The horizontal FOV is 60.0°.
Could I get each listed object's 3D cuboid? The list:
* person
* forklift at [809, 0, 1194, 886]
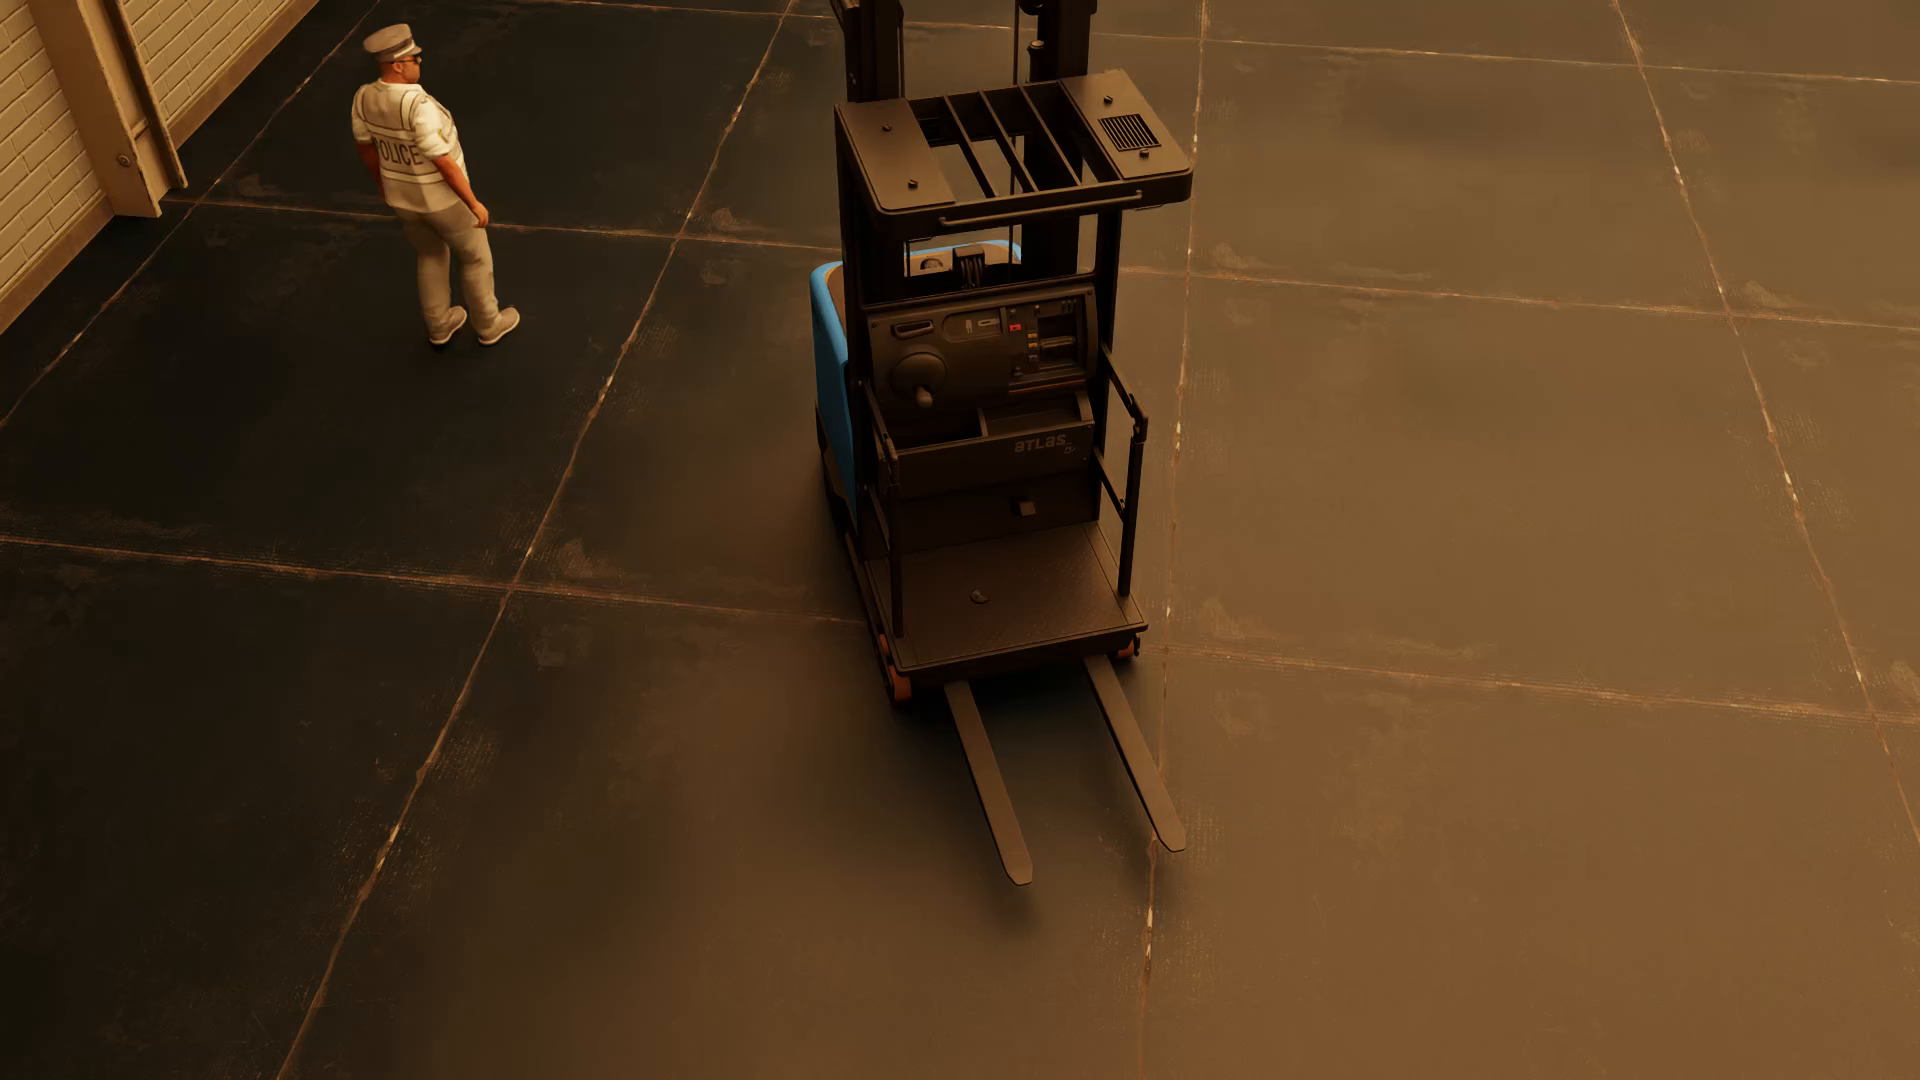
[{"bbox_3d":[-2.695,-1.794,8.548,0.684,1.755,0.462,15,45,16],"label":"person"},{"bbox_3d":[0.153,-0.681,6.465,1.130,2.935,3.031,-10,44,-11],"label":"forklift"}]
